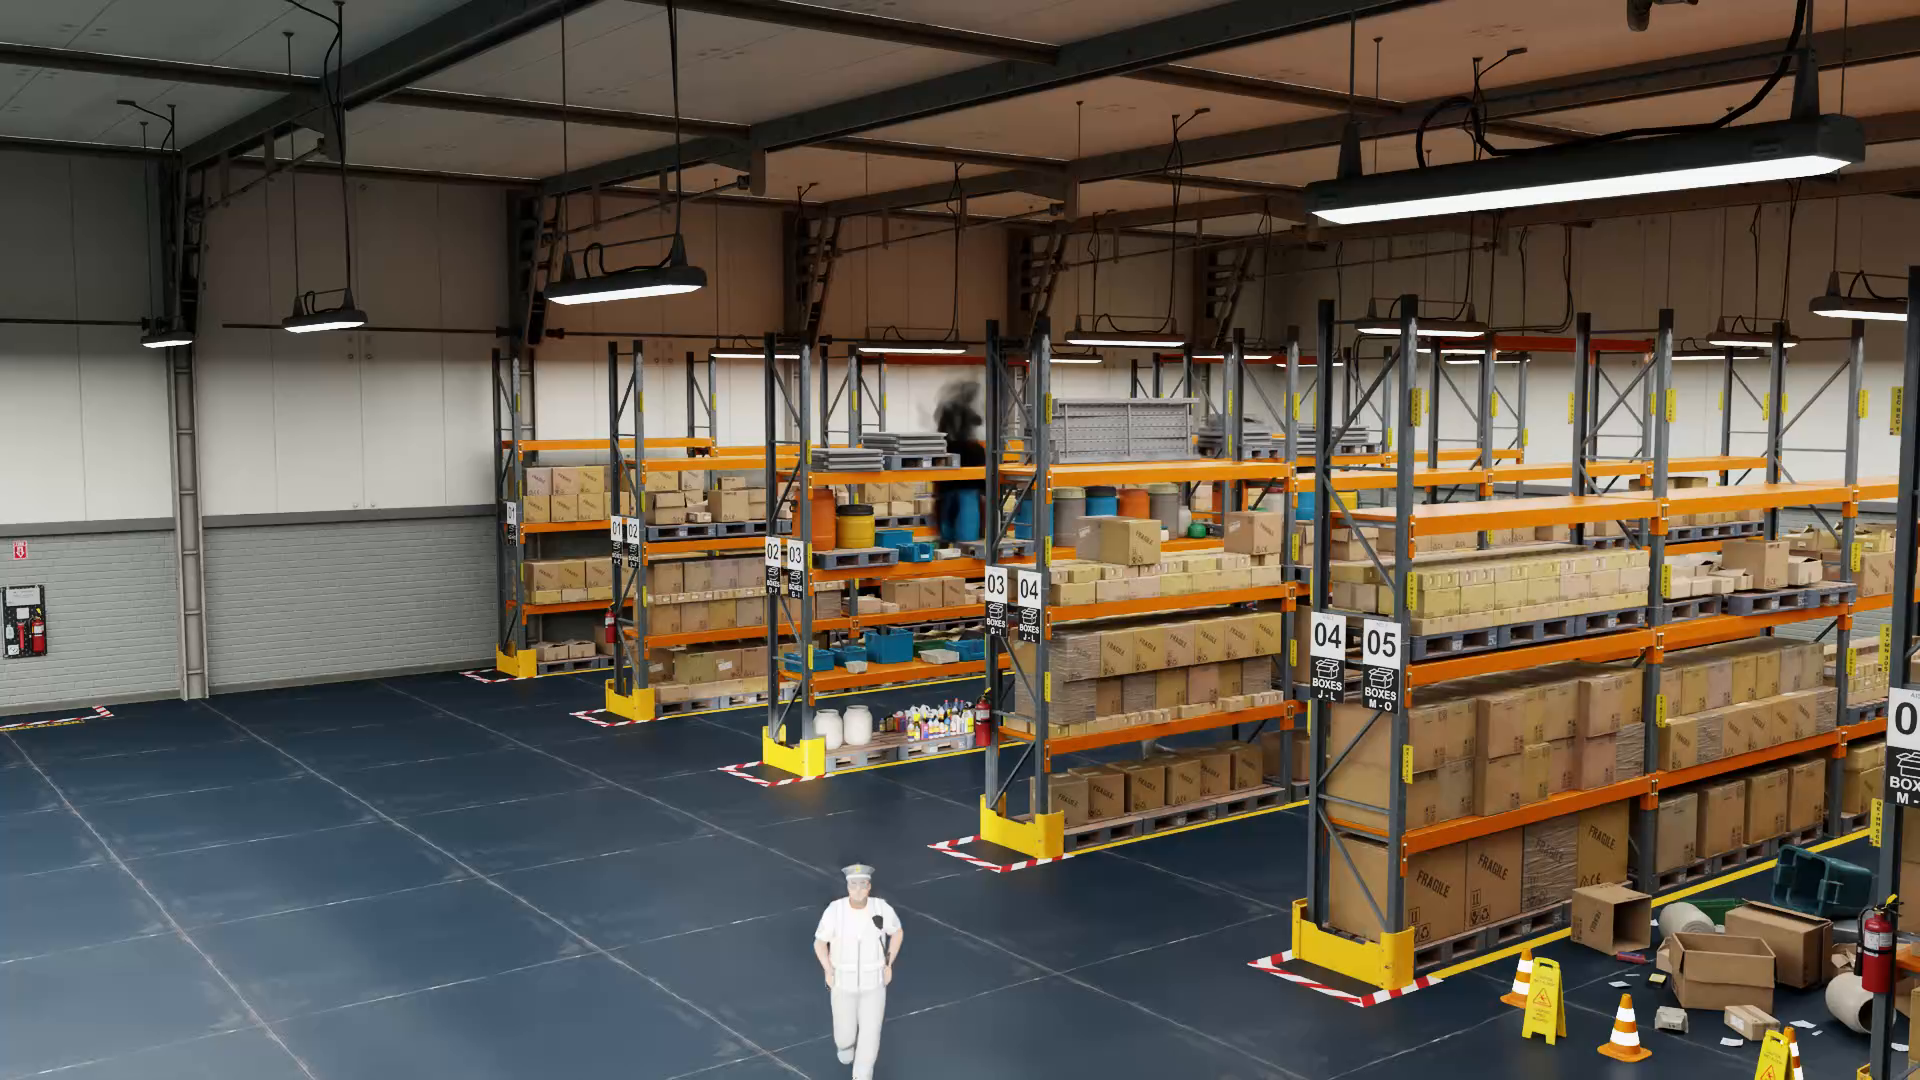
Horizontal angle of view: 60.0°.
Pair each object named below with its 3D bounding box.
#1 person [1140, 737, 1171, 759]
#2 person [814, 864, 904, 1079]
[{"bbox_3d":[2.609,2.403,22.151,0.747,1.682,0.617,-5,7,-43],"label":"person"},{"bbox_3d":[-0.736,3.222,12.222,0.663,1.745,0.798,0,5,-6],"label":"person"}]
